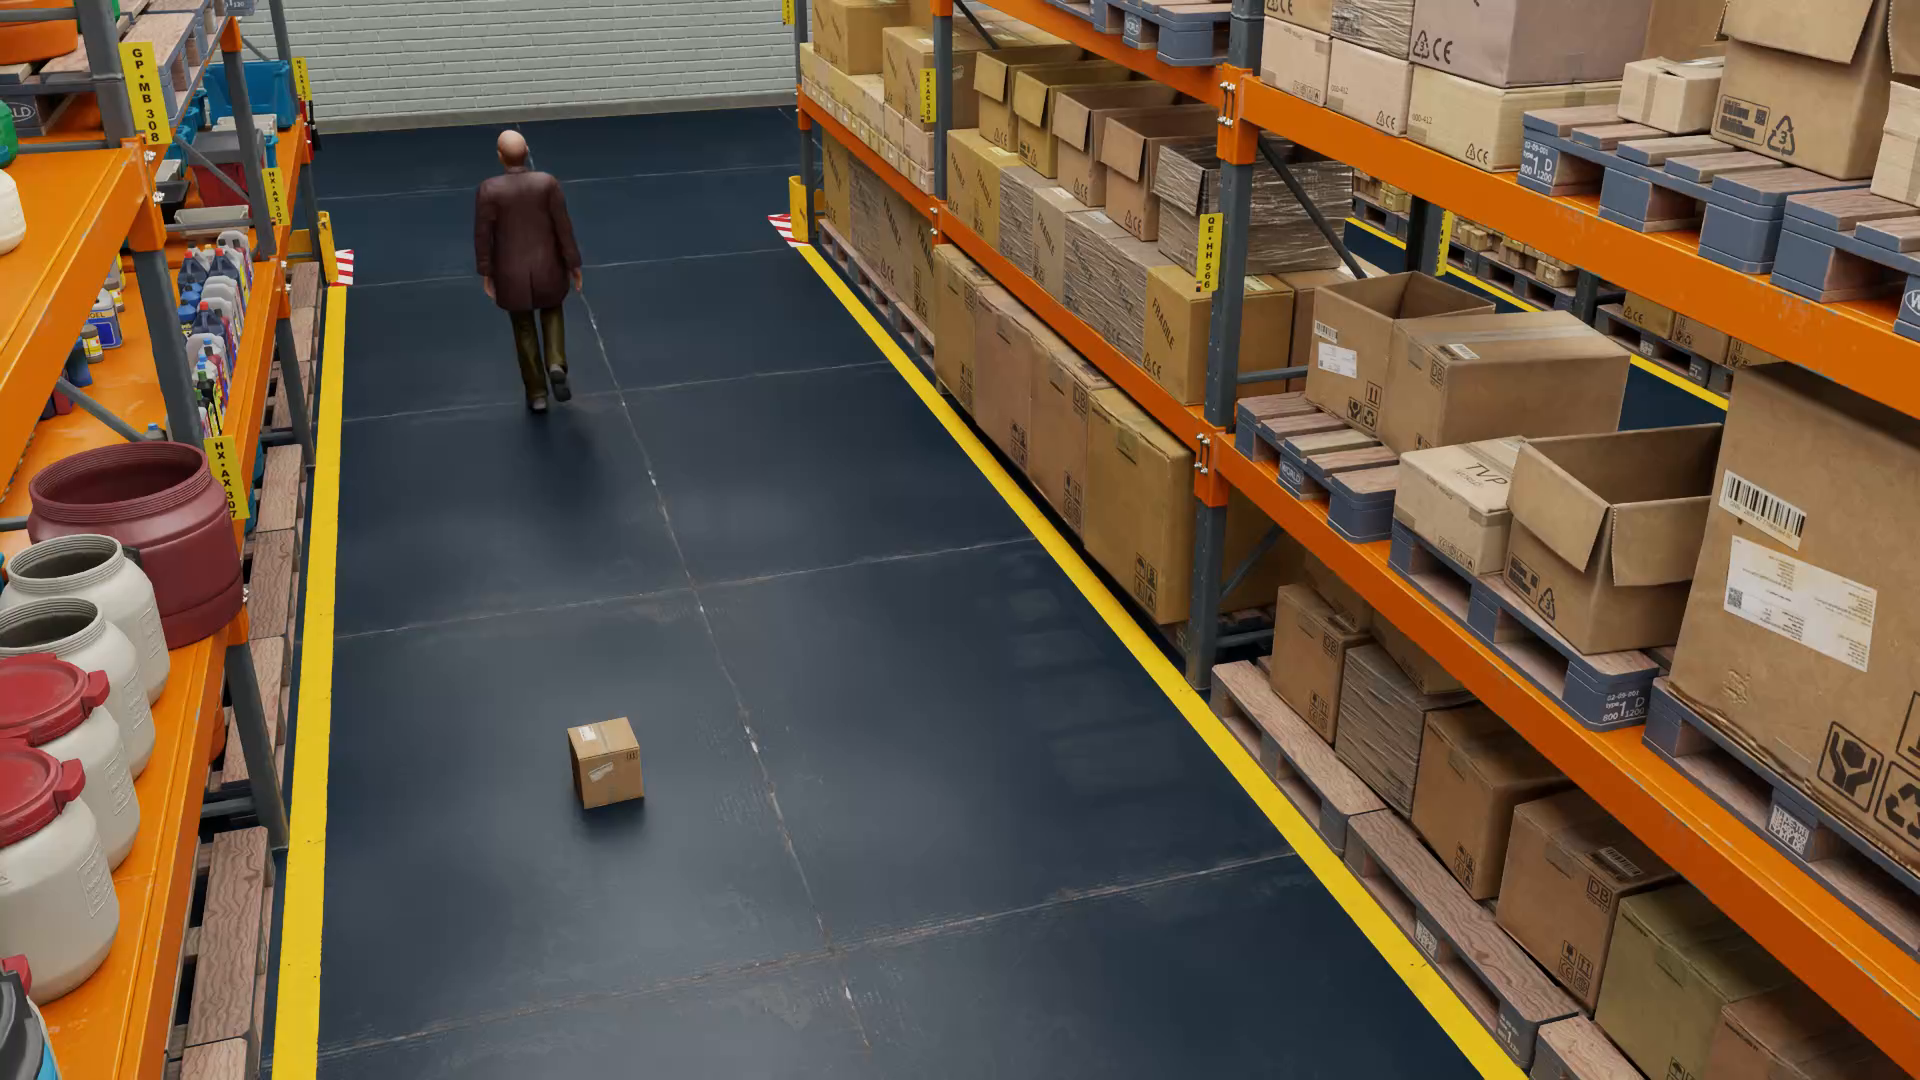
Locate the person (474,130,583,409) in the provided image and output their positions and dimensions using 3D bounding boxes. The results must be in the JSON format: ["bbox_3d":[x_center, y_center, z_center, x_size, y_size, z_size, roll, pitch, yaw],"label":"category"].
[{"bbox_3d":[-2.747,-1.721,10.615,0.649,1.791,0.510,-10,28,-20],"label":"person"}]
